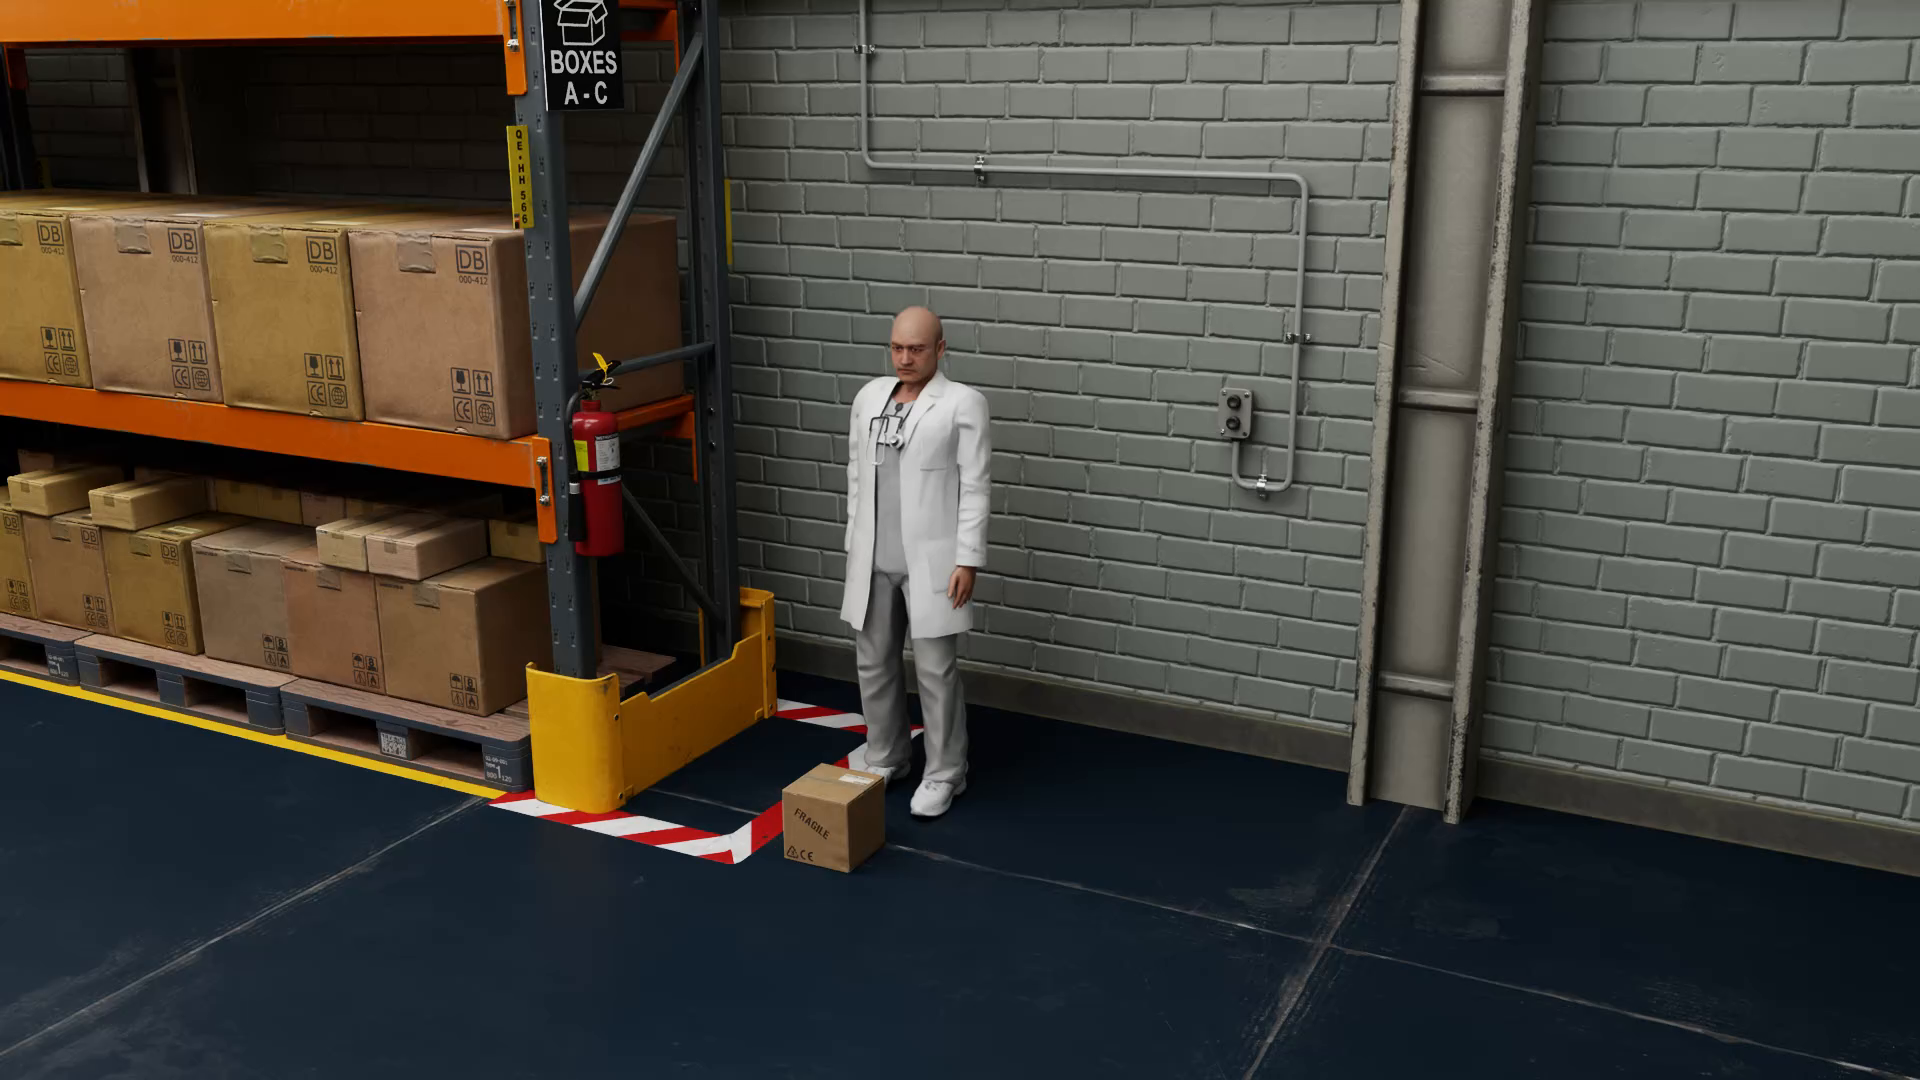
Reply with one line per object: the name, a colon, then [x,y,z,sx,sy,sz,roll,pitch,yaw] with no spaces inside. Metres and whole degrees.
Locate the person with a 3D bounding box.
person: [-0.162,0.081,5.792,0.562,1.785,0.387,8,17,27]
